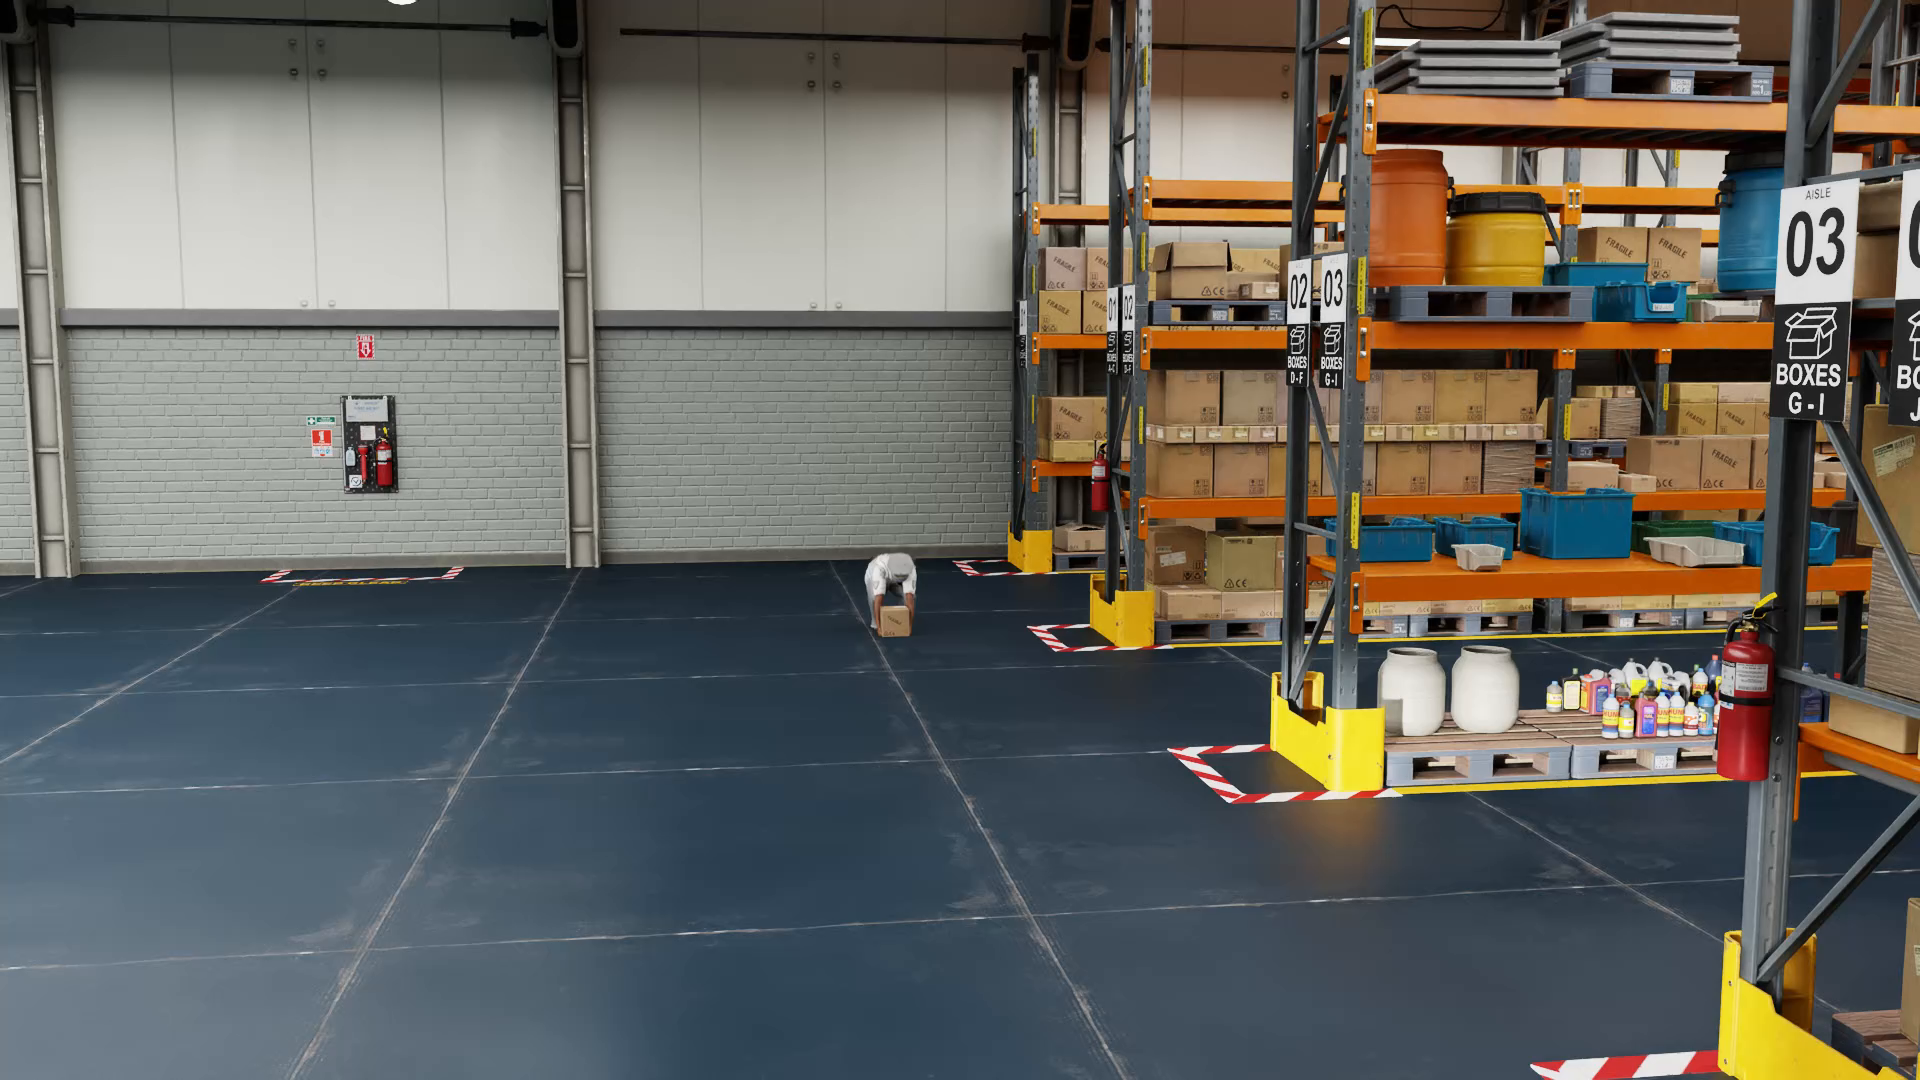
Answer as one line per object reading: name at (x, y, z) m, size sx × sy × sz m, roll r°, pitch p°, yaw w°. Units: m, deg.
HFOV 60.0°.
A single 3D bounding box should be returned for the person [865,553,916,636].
person at (-0.647, 0.480, 15.730) m, size 0.454 × 0.791 × 0.915 m, roll -1°, pitch 7°, yaw -10°
